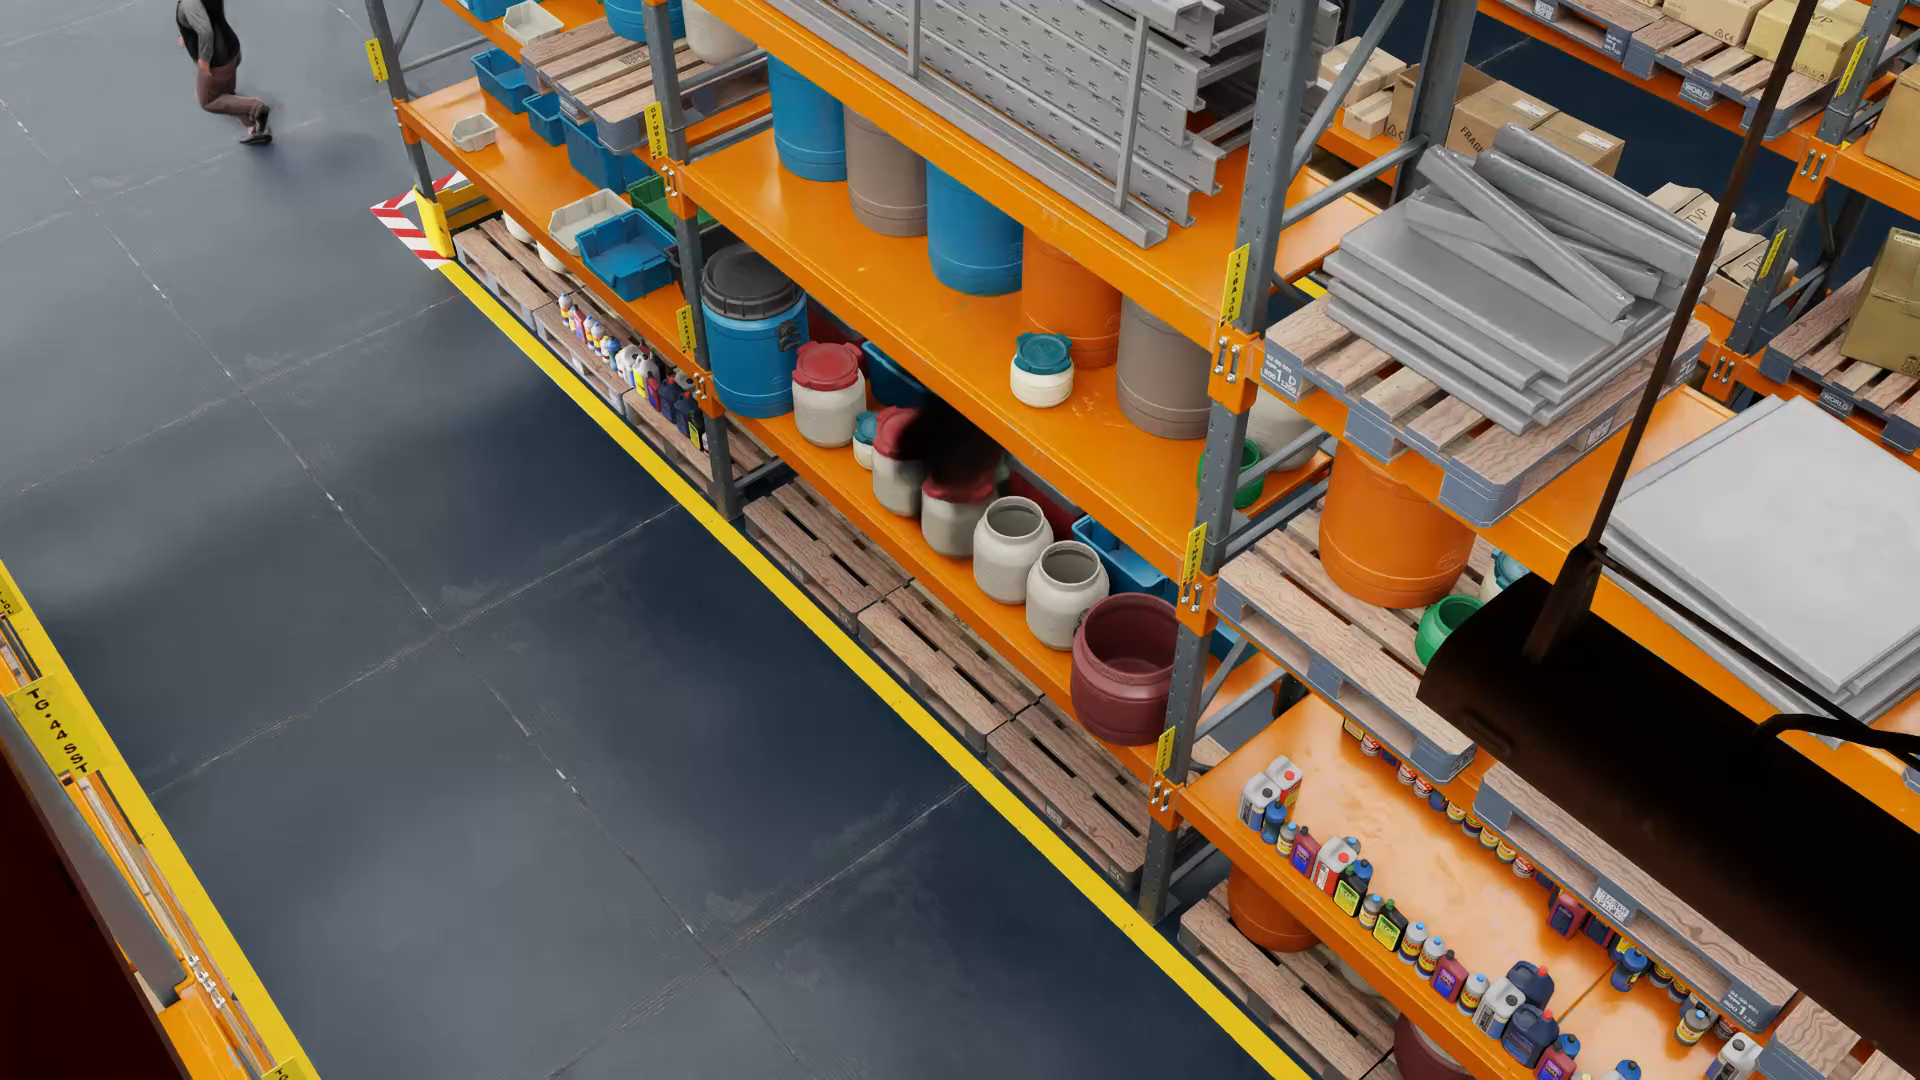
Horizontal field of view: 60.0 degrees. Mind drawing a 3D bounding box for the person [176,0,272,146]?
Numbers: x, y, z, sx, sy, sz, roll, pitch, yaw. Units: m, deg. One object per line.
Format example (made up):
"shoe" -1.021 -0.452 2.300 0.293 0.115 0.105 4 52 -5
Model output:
"person" -6.076 -3.945 13.584 0.645 1.689 0.680 0 46 0
